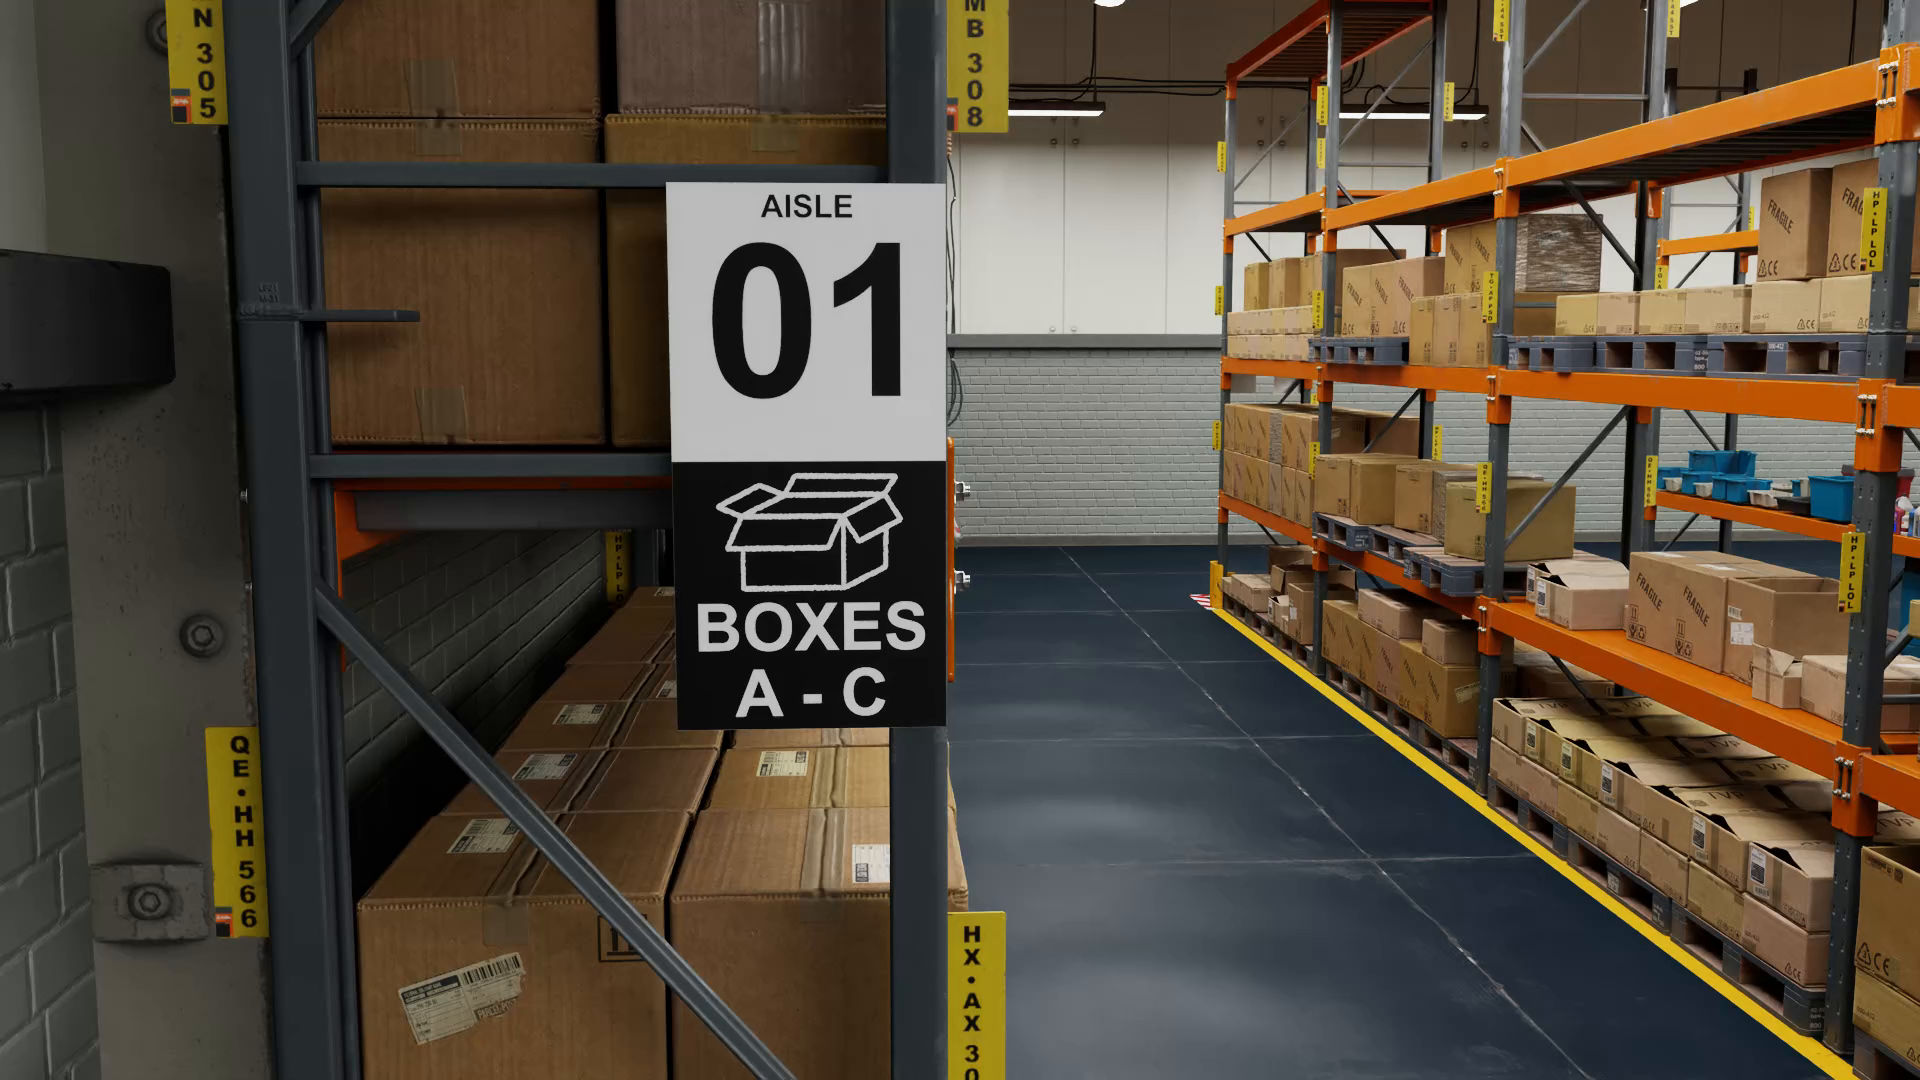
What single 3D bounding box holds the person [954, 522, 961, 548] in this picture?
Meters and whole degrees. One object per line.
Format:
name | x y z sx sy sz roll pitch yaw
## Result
person | -0.403 0.016 19.363 0.795 1.351 0.584 5 8 34
